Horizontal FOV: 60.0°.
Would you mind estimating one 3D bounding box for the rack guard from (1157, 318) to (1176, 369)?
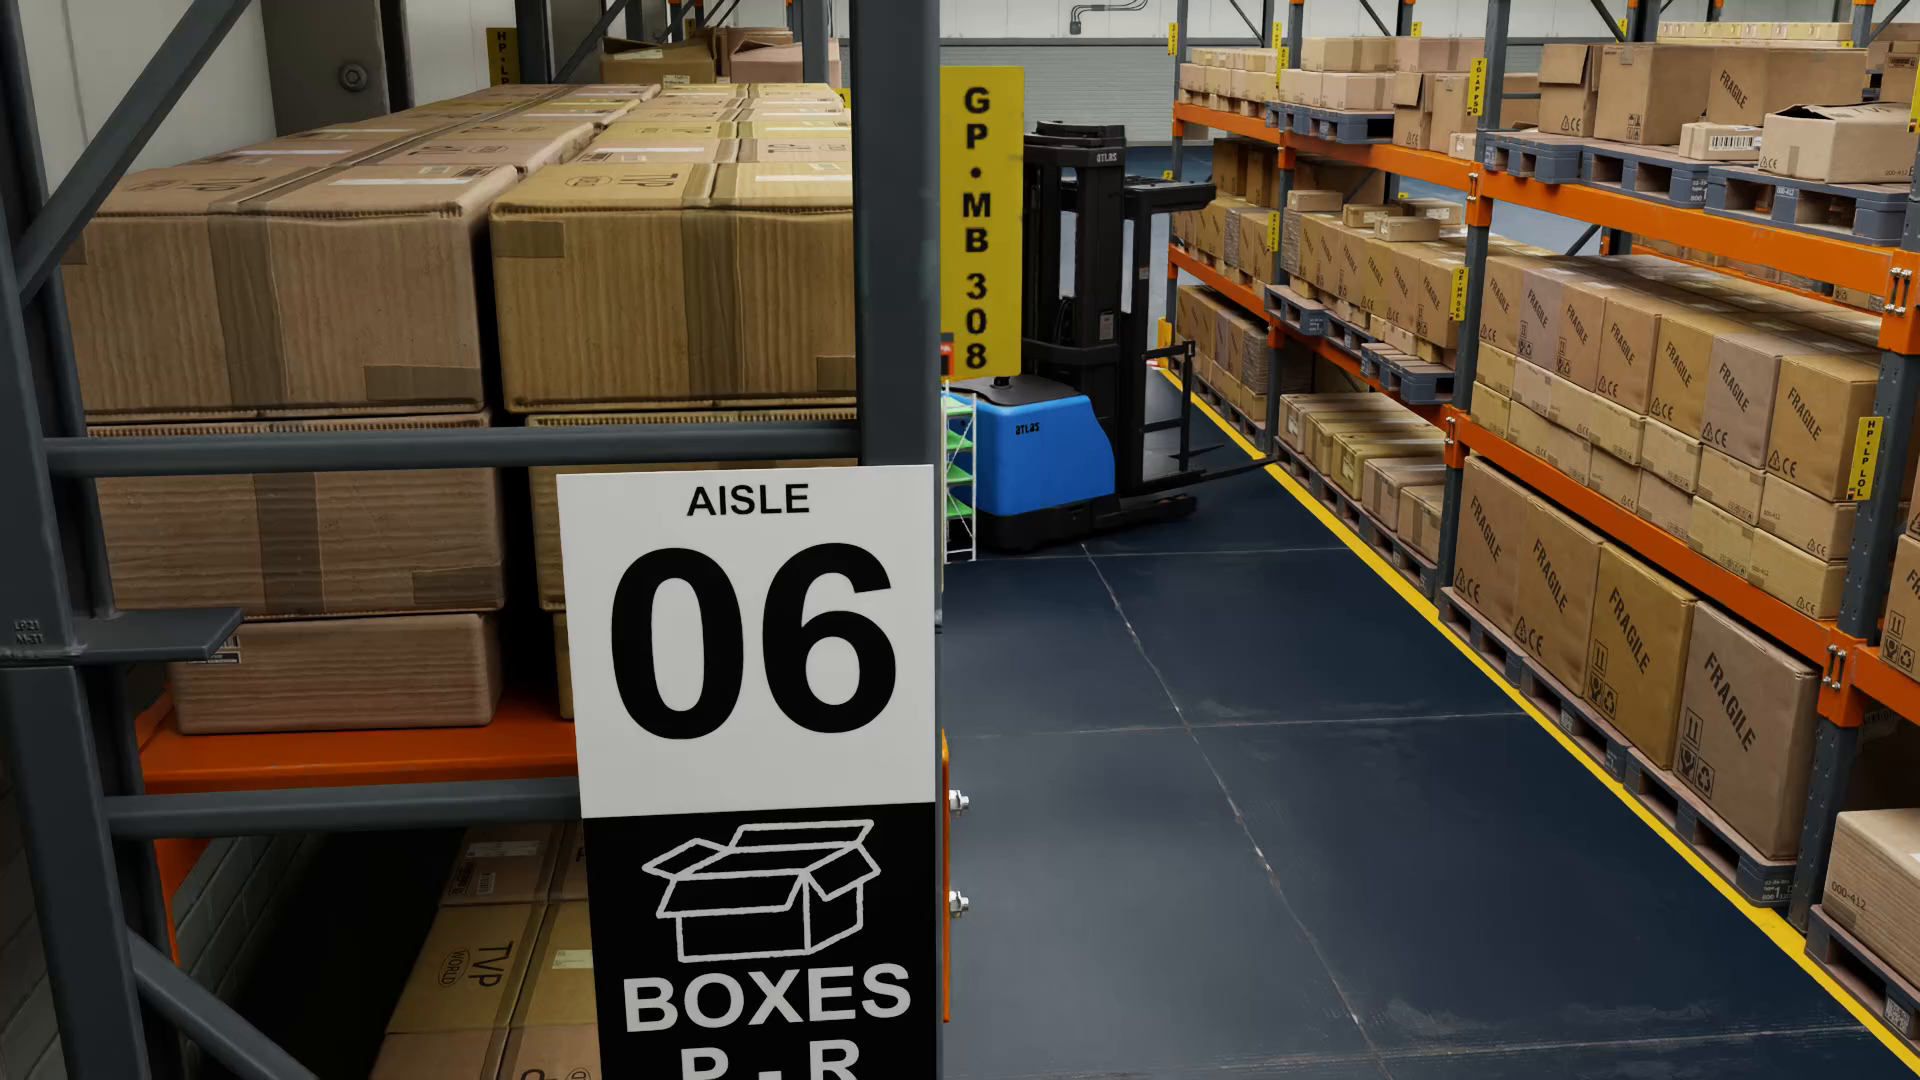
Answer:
[{"bbox_3d":[2.771,-2.175,18.271,1.175,0.500,0.348,-2,18,-6],"label":"rack guard"}]

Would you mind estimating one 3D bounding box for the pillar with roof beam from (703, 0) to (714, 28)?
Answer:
[{"bbox_3d":[0.046,-9.571,27.640,9.100,9.000,0.400,-2,18,-6],"label":"pillar with roof beam"}]

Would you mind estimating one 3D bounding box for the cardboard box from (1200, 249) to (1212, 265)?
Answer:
[{"bbox_3d":[2.620,-2.853,16.678,0.380,0.149,0.250,-1,17,-4],"label":"cardboard box"}]

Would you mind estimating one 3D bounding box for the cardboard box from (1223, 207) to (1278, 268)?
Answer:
[{"bbox_3d":[2.765,-2.821,15.490,0.500,0.500,0.500,-1,17,-4],"label":"cardboard box"}]

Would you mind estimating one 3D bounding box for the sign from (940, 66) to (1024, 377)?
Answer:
[{"bbox_3d":[0.016,-0.334,1.766,0.100,0.325,0.005,-2,18,-6],"label":"sign"}]

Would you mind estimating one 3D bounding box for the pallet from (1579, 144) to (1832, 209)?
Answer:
[{"bbox_3d":[3.826,-1.825,8.289,1.003,0.211,1.213,-1,17,-3],"label":"pallet"}]

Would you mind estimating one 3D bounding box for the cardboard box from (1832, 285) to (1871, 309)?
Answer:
[{"bbox_3d":[7.876,-2.264,14.215,0.500,0.500,0.500,-2,17,-5],"label":"cardboard box"}]

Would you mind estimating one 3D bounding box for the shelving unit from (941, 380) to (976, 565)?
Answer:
[{"bbox_3d":[-0.098,-0.483,11.714,0.258,1.200,0.503,-7,19,-22],"label":"shelving unit"}]

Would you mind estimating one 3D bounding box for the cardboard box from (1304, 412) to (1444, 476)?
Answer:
[{"bbox_3d":[3.310,-0.775,13.324,0.950,0.372,0.625,-1,17,-2],"label":"cardboard box"}]

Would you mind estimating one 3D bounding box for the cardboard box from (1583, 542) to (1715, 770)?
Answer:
[{"bbox_3d":[3.757,0.547,8.273,0.875,0.875,0.875,-1,17,-4],"label":"cardboard box"}]

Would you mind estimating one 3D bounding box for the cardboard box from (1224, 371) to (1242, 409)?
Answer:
[{"bbox_3d":[2.783,-1.413,15.560,0.500,0.250,0.500,-2,18,-7],"label":"cardboard box"}]

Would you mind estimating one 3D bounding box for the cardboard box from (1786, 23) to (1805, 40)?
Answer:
[{"bbox_3d":[7.683,-4.571,14.940,0.380,0.149,0.250,-2,18,-6],"label":"cardboard box"}]

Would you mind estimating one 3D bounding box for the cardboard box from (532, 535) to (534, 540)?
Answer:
[{"bbox_3d":[-0.856,-0.102,2.904,0.380,0.149,0.250,-2,18,-7],"label":"cardboard box"}]

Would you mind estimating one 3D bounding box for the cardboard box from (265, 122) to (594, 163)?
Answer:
[{"bbox_3d":[-0.963,-0.641,3.122,0.500,0.250,0.500,-2,18,-5],"label":"cardboard box"}]

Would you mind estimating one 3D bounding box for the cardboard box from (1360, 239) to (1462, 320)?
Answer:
[{"bbox_3d":[3.148,-1.828,11.626,0.500,0.500,0.500,-3,18,-9],"label":"cardboard box"}]

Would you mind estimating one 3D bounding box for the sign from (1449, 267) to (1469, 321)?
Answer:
[{"bbox_3d":[3.050,-1.502,10.152,0.100,0.325,0.005,-2,18,-6],"label":"sign"}]

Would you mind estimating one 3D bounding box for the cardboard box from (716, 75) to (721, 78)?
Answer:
[{"bbox_3d":[-1.678,-2.668,10.042,0.500,0.250,0.500,-2,18,-6],"label":"cardboard box"}]

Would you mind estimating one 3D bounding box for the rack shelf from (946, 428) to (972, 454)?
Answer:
[{"bbox_3d":[-0.098,-0.651,11.661,0.258,0.148,0.480,-7,19,-22],"label":"rack shelf"}]

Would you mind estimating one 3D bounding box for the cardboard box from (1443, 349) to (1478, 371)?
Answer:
[{"bbox_3d":[3.321,-1.178,10.639,0.380,0.149,0.250,-1,17,-4],"label":"cardboard box"}]

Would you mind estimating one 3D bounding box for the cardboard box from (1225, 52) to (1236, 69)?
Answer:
[{"bbox_3d":[2.671,-4.437,15.383,0.380,0.149,0.250,-2,17,-5],"label":"cardboard box"}]

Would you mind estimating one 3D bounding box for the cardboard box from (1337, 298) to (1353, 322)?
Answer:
[{"bbox_3d":[3.025,-1.715,12.352,0.380,0.149,0.250,-1,17,-4],"label":"cardboard box"}]

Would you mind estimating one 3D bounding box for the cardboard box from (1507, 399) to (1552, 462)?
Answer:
[{"bbox_3d":[3.459,-0.629,9.424,0.500,0.250,0.500,-2,18,-7],"label":"cardboard box"}]

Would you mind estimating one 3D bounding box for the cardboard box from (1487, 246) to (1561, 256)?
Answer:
[{"bbox_3d":[3.711,-1.693,11.198,0.500,0.500,0.500,-1,17,-3],"label":"cardboard box"}]

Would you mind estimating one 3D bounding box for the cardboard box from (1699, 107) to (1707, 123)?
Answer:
[{"bbox_3d":[4.079,-2.175,8.612,0.396,0.266,0.258,-2,18,-7],"label":"cardboard box"}]

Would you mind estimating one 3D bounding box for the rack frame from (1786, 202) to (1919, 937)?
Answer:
[{"bbox_3d":[4.001,0.185,6.580,1.000,3.000,0.127,-2,18,-6],"label":"rack frame"}]

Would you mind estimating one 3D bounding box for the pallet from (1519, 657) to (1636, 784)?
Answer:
[{"bbox_3d":[3.717,0.923,8.883,1.003,0.211,1.213,-2,18,-6],"label":"pallet"}]

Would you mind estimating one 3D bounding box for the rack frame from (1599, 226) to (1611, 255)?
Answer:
[{"bbox_3d":[7.677,-3.573,18.551,1.000,3.000,0.127,-2,18,-6],"label":"rack frame"}]

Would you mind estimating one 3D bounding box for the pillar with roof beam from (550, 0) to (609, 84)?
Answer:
[{"bbox_3d":[1.903,-4.208,10.558,9.100,9.000,0.400,-2,18,-6],"label":"pillar with roof beam"}]

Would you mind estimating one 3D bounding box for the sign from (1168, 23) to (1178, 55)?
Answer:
[{"bbox_3d":[2.224,-5.222,17.335,0.100,0.325,0.005,-2,18,-6],"label":"sign"}]

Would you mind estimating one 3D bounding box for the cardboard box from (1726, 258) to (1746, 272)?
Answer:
[{"bbox_3d":[8.021,-2.890,16.126,0.875,0.550,0.550,-2,18,-6],"label":"cardboard box"}]

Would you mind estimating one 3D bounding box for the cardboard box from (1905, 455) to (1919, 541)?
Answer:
[{"bbox_3d":[3.809,-0.191,5.940,0.500,0.500,0.500,-2,18,-5],"label":"cardboard box"}]

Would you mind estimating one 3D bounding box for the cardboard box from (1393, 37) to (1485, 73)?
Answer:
[{"bbox_3d":[3.490,-3.525,12.104,0.500,0.250,0.500,-1,17,-5],"label":"cardboard box"}]

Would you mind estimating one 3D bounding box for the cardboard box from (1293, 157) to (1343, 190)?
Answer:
[{"bbox_3d":[3.315,-3.156,14.889,0.700,0.500,0.500,-2,18,-5],"label":"cardboard box"}]

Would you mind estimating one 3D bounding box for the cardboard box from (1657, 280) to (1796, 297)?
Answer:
[{"bbox_3d":[4.008,-1.085,8.789,0.500,0.500,0.500,-2,18,-6],"label":"cardboard box"}]

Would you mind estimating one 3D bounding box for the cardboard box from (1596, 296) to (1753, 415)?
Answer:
[{"bbox_3d":[3.543,-0.925,8.278,0.500,0.500,0.500,-1,17,-5],"label":"cardboard box"}]

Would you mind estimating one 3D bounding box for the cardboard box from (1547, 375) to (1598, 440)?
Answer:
[{"bbox_3d":[3.486,-0.712,8.854,0.500,0.250,0.500,-2,18,-6],"label":"cardboard box"}]

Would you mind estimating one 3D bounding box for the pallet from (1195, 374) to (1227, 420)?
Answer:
[{"bbox_3d":[2.942,-1.431,16.384,1.003,0.211,1.213,-2,18,-6],"label":"pallet"}]

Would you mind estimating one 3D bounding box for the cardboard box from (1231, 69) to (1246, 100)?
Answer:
[{"bbox_3d":[2.771,-4.126,15.058,0.500,0.250,0.500,-2,18,-7],"label":"cardboard box"}]

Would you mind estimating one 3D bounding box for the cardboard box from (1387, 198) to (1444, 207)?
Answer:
[{"bbox_3d":[3.532,-2.563,12.884,0.380,0.149,0.250,-2,18,-7],"label":"cardboard box"}]

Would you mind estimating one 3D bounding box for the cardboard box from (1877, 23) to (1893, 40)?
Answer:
[{"bbox_3d":[8.362,-4.516,14.768,0.380,0.149,0.250,-2,18,-6],"label":"cardboard box"}]

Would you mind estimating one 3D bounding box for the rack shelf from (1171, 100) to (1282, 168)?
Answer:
[{"bbox_3d":[2.970,-3.882,15.729,1.077,0.370,4.000,-2,18,-6],"label":"rack shelf"}]

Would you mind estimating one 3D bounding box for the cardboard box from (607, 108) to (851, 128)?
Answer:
[{"bbox_3d":[-0.481,-0.802,3.635,0.500,0.250,0.500,-1,17,-4],"label":"cardboard box"}]

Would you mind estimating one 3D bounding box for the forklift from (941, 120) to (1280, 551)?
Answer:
[{"bbox_3d":[1.193,-1.652,12.545,3.031,2.935,1.130,-13,21,-35],"label":"forklift"}]

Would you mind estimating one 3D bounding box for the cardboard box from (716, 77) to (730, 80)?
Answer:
[{"bbox_3d":[-1.097,-2.369,8.796,0.380,0.149,0.250,-2,18,-8],"label":"cardboard box"}]

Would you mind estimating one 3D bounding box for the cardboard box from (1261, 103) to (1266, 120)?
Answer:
[{"bbox_3d":[2.851,-3.748,14.519,0.380,0.149,0.250,-2,18,-5],"label":"cardboard box"}]

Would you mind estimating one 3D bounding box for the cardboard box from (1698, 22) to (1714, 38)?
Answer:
[{"bbox_3d":[7.524,-5.025,16.388,0.380,0.149,0.250,-2,18,-6],"label":"cardboard box"}]

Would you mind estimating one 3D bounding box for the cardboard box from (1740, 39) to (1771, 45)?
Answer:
[{"bbox_3d":[7.681,-4.570,15.603,0.500,0.250,0.500,-2,18,-6],"label":"cardboard box"}]

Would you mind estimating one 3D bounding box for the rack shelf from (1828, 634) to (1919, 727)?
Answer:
[{"bbox_3d":[4.207,1.124,4.790,1.077,0.370,4.000,-2,18,-6],"label":"rack shelf"}]

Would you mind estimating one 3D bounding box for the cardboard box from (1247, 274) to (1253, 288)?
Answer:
[{"bbox_3d":[2.846,-2.394,15.214,0.380,0.149,0.250,-2,18,-6],"label":"cardboard box"}]

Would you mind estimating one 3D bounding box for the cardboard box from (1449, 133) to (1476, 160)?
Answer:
[{"bbox_3d":[3.313,-2.479,10.478,0.380,0.149,0.250,-2,18,-6],"label":"cardboard box"}]

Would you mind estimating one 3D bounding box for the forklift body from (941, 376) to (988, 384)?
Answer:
[{"bbox_3d":[-0.163,-2.322,15.983,2.313,2.155,1.214,-2,18,-6],"label":"forklift body"}]

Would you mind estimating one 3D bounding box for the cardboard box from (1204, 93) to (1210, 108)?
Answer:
[{"bbox_3d":[2.634,-4.364,16.482,0.380,0.149,0.250,-2,18,-6],"label":"cardboard box"}]

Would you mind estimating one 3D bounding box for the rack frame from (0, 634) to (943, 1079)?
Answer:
[{"bbox_3d":[-0.523,1.531,2.292,1.000,3.000,0.127,-2,18,-6],"label":"rack frame"}]

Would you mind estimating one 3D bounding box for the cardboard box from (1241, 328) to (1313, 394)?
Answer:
[{"bbox_3d":[2.848,-1.613,14.944,0.500,0.500,0.500,-2,18,-6],"label":"cardboard box"}]
